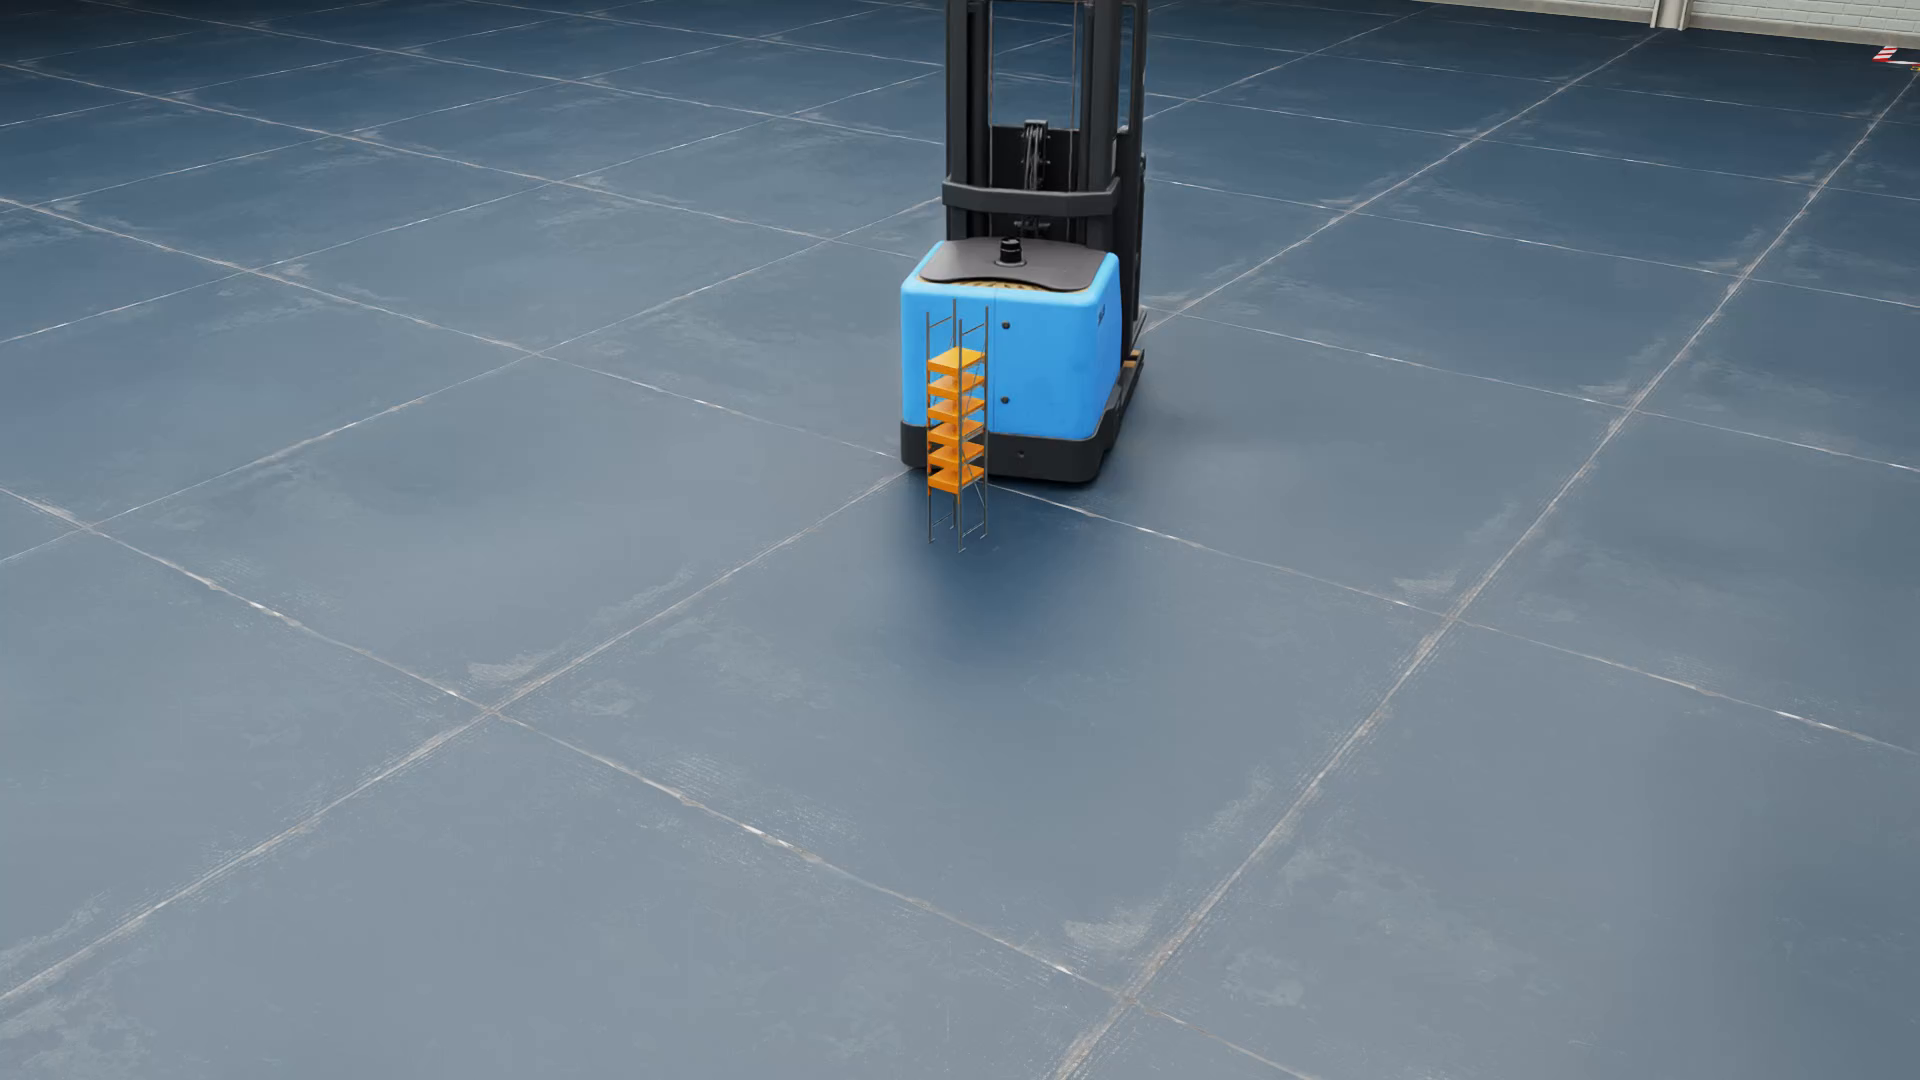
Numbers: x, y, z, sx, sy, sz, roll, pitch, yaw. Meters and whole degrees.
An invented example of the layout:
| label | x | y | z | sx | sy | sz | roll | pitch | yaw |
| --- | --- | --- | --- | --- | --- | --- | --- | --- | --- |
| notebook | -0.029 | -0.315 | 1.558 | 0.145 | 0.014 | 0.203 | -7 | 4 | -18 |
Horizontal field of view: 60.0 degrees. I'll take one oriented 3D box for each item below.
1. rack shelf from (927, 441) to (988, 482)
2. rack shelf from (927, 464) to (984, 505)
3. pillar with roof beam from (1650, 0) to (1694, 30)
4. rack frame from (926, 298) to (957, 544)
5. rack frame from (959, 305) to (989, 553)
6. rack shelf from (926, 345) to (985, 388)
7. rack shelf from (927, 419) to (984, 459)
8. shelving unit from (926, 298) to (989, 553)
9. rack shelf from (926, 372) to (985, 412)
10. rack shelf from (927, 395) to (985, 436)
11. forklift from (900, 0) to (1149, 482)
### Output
| label | x | y | z | sx | sy | sz | roll | pitch | yaw |
| --- | --- | --- | --- | --- | --- | --- | --- | --- | --- |
| rack shelf | -0.012 | -0.392 | 8.060 | 0.180 | 0.103 | 0.258 | 17 | 32 | 30 |
| rack shelf | -0.012 | -0.285 | 8.114 | 0.180 | 0.103 | 0.258 | 17 | 32 | 30 |
| pillar with roof beam | 6.499 | -8.866 | 15.749 | 0.400 | 9.000 | 9.100 | 17 | 32 | 30 |
| rack frame | -0.087 | -0.562 | 8.031 | 0.006 | 1.200 | 0.240 | 17 | 32 | 30 |
| rack frame | 0.063 | -0.515 | 7.939 | 0.006 | 1.200 | 0.240 | 17 | 32 | 30 |
| rack shelf | -0.012 | -0.820 | 7.842 | 0.180 | 0.103 | 0.258 | 17 | 32 | 30 |
| rack shelf | -0.012 | -0.499 | 8.005 | 0.180 | 0.103 | 0.258 | 17 | 32 | 30 |
| shelving unit | -0.012 | -0.538 | 7.985 | 0.189 | 1.200 | 0.258 | 17 | 32 | 30 |
| rack shelf | -0.012 | -0.713 | 7.896 | 0.180 | 0.103 | 0.258 | 17 | 32 | 30 |
| rack shelf | -0.012 | -0.606 | 7.951 | 0.180 | 0.103 | 0.258 | 17 | 32 | 30 |
| forklift | 0.517 | -2.255 | 9.450 | 1.130 | 2.935 | 3.031 | 6 | 28 | 12 |
